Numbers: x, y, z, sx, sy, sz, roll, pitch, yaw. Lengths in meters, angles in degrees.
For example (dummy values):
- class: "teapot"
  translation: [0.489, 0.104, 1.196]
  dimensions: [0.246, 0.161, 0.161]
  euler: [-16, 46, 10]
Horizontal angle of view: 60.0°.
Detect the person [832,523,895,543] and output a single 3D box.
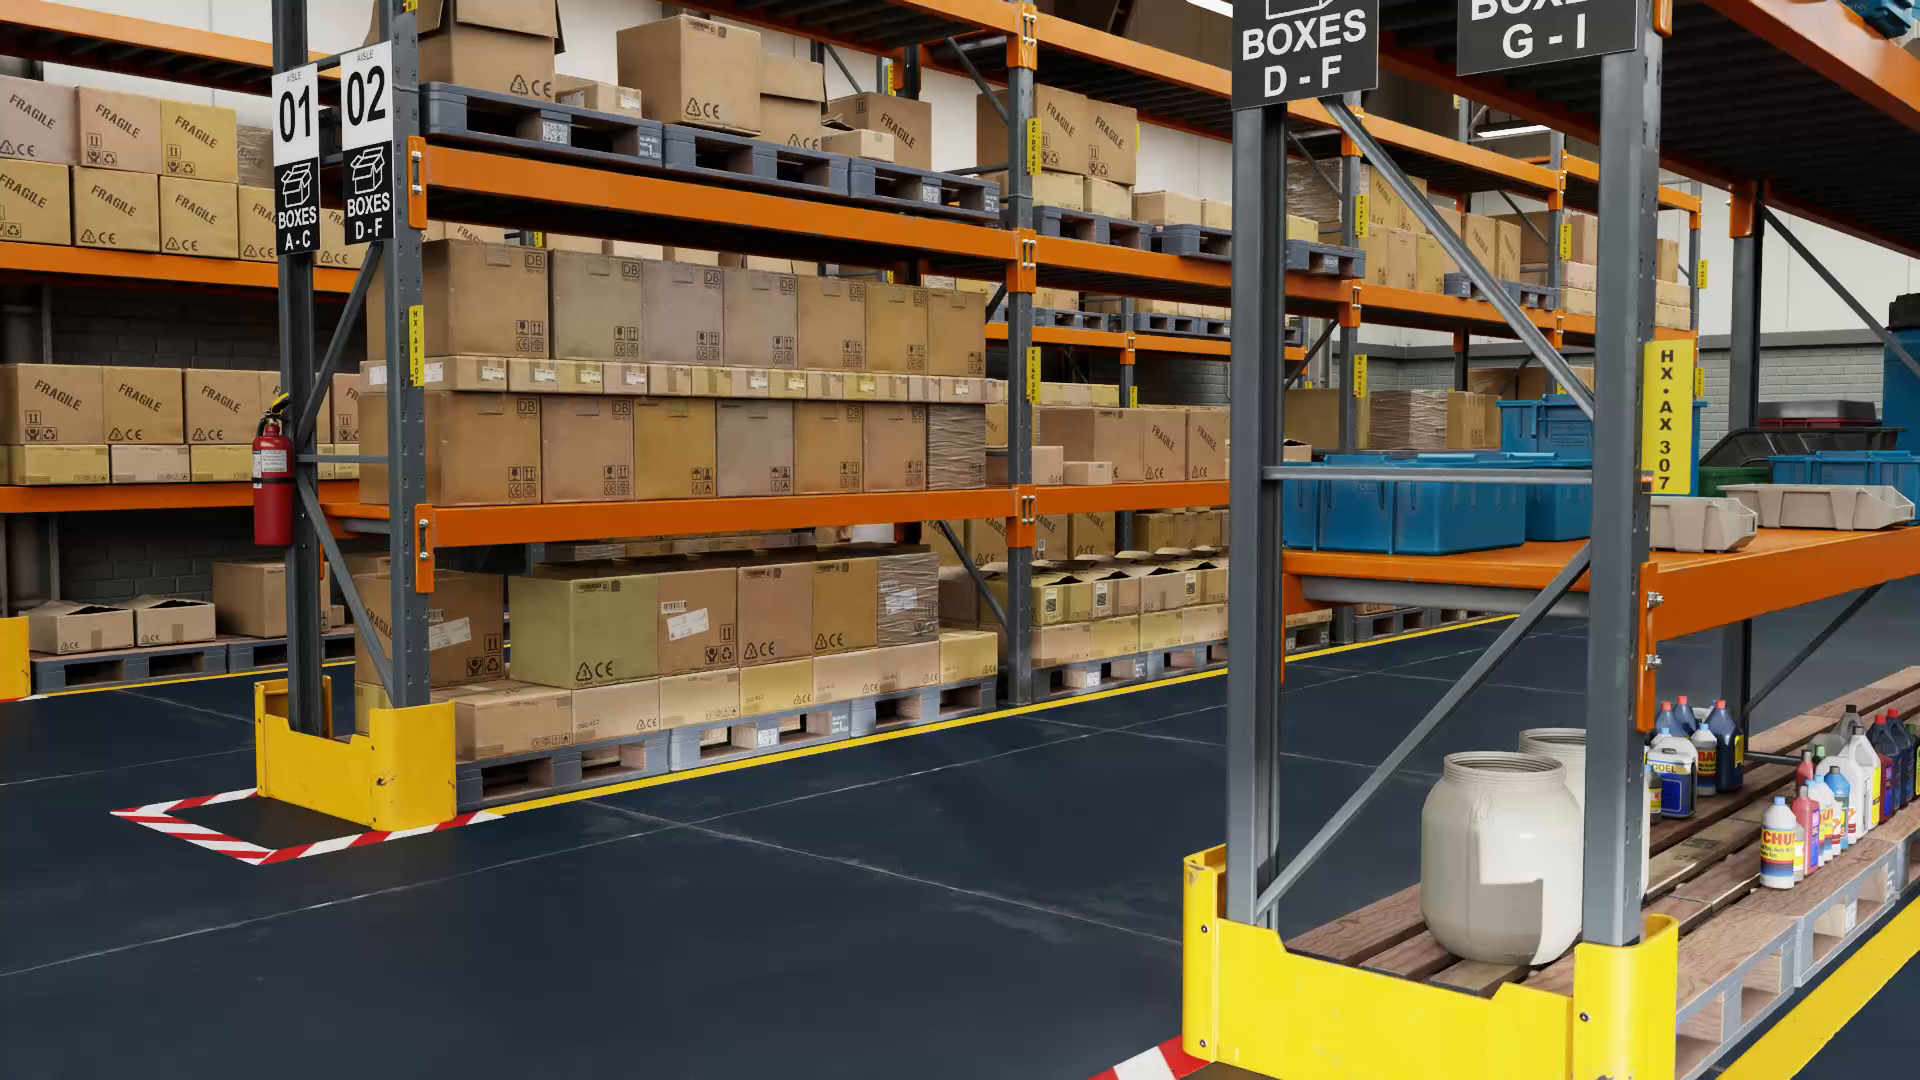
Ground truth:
- class: "person"
  translation: [-0.716, -0.093, 13.034]
  dimensions: [0.466, 1.786, 0.606]
  euler: [1, 4, 14]
